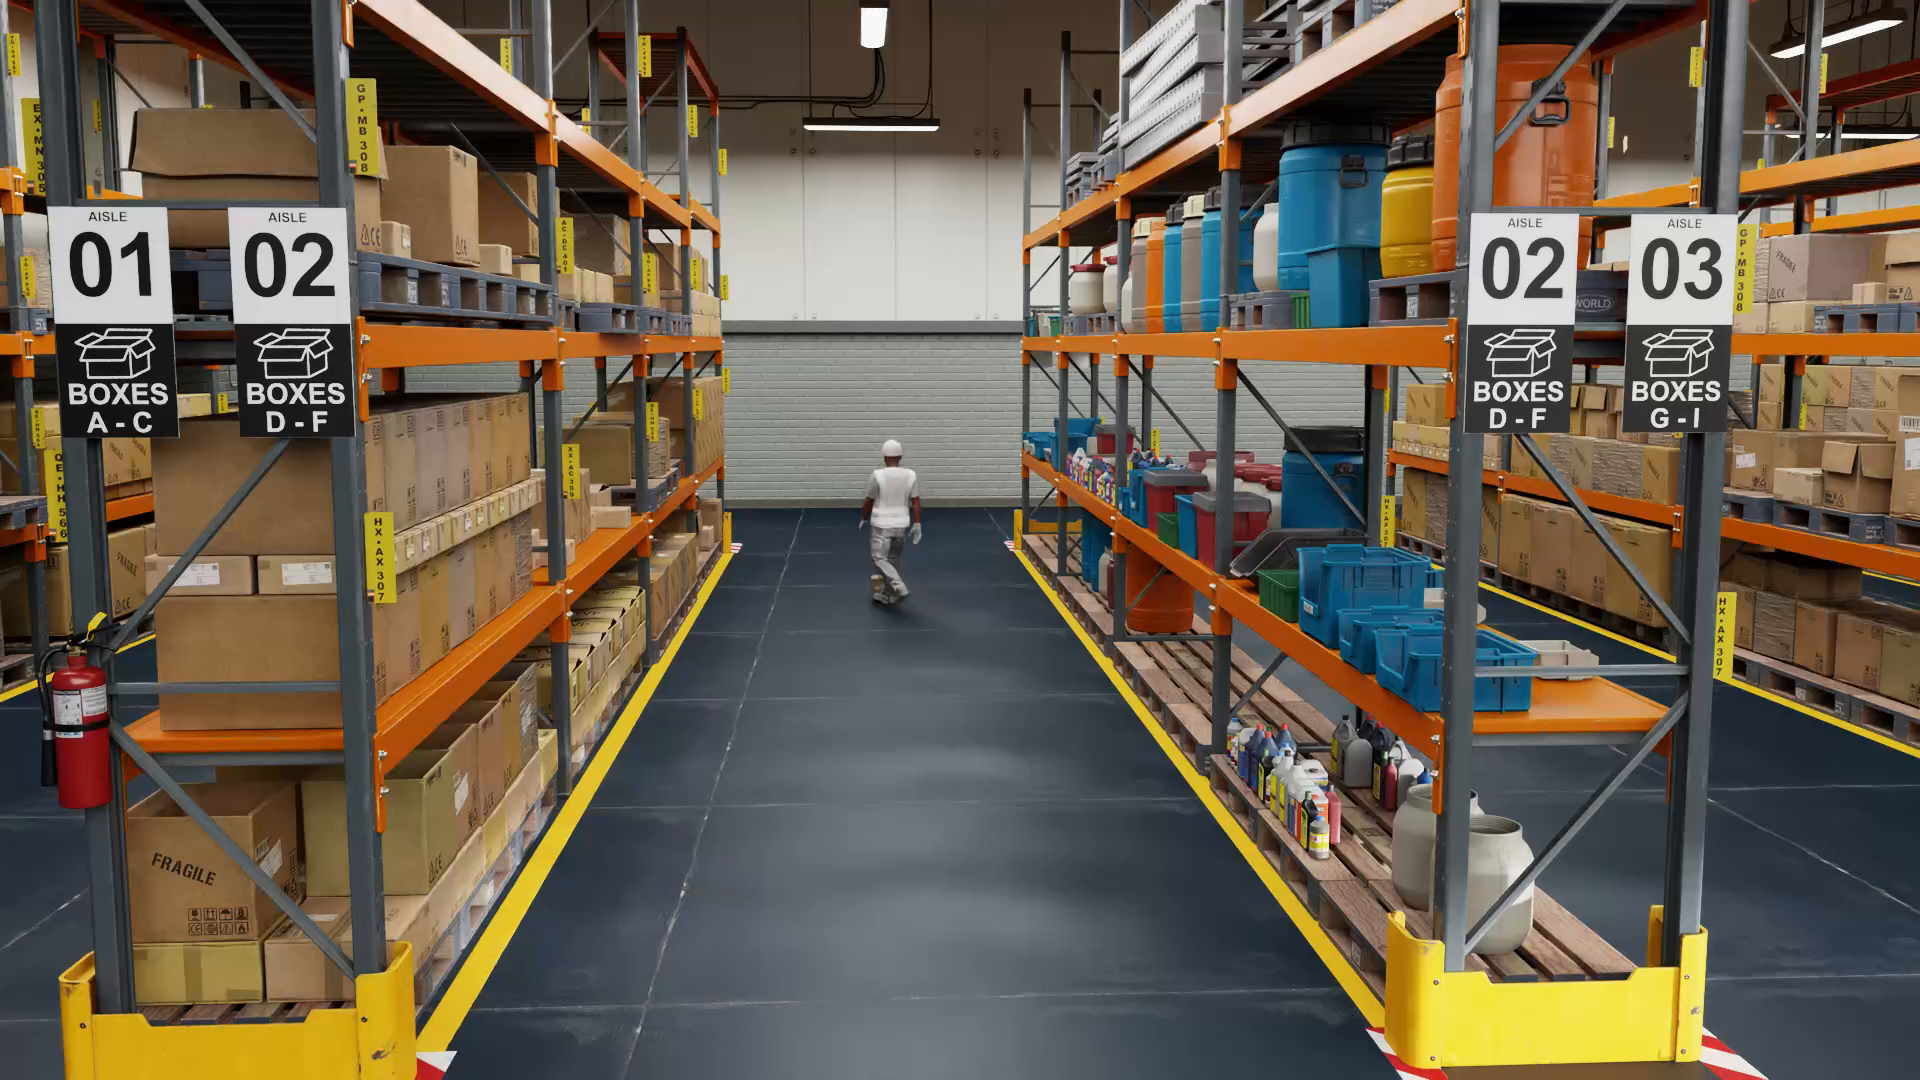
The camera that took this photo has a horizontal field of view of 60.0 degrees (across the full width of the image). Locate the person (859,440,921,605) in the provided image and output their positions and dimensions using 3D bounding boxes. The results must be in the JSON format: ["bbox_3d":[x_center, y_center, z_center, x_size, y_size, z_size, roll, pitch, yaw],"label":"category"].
[{"bbox_3d":[-0.728,-0.157,17.115,0.558,1.756,0.985,-4,8,-32],"label":"person"}]
